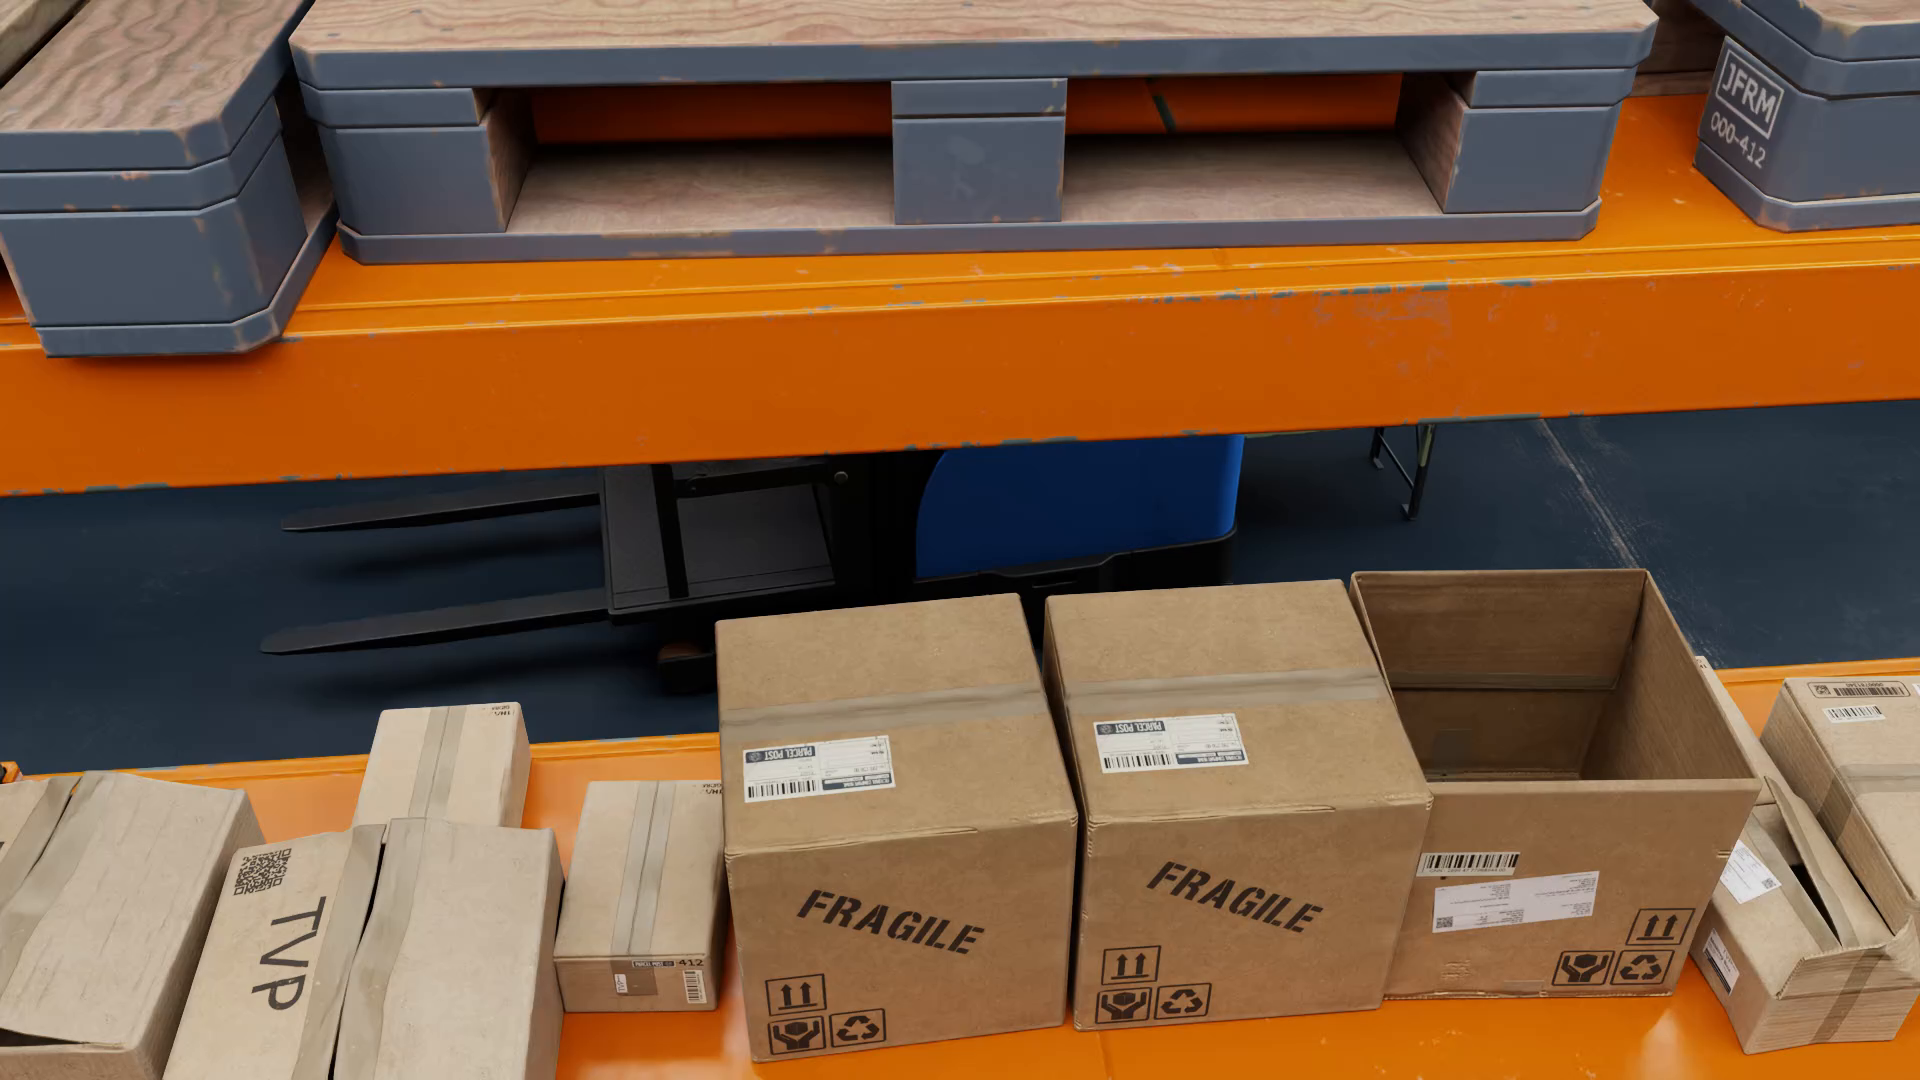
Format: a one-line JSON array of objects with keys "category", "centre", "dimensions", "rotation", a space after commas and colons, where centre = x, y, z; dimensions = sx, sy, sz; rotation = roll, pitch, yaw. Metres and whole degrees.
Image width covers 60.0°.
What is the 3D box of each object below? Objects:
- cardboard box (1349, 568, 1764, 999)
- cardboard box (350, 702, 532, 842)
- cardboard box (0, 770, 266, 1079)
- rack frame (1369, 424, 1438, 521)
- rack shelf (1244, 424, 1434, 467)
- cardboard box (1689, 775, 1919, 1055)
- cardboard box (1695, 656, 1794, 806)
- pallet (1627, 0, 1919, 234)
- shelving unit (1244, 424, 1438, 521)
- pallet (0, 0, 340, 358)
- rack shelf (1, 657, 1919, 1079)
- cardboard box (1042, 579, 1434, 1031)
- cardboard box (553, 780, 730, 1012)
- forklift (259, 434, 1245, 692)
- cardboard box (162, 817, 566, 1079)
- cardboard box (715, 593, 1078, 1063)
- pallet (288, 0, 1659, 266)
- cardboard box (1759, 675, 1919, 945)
[{"category": "cardboard box", "centre": [0.909, 0.397, 2.745], "dimensions": [0.500, 0.500, 0.500], "rotation": [-1, 38, -1]}, {"category": "cardboard box", "centre": [-0.913, 0.473, 2.931], "dimensions": [0.250, 0.149, 0.380], "rotation": [-3, 38, -4]}, {"category": "cardboard box", "centre": [-1.418, 0.637, 2.593], "dimensions": [0.500, 0.311, 0.500], "rotation": [-1, 38, -1]}, {"category": "rack frame", "centre": [1.563, -0.779, 5.526], "dimensions": [0.023, 1.500, 0.400], "rotation": [-6, 39, -8]}, {"category": "rack shelf", "centre": [1.200, -0.485, 5.676], "dimensions": [0.720, 0.370, 0.431], "rotation": [-6, 39, -8]}, {"category": "cardboard box", "centre": [1.341, 0.590, 2.690], "dimensions": [0.258, 0.266, 0.396], "rotation": [-4, 38, -5]}, {"category": "cardboard box", "centre": [1.300, 0.396, 3.029], "dimensions": [0.250, 0.149, 0.380], "rotation": [-3, 38, -4]}, {"category": "pallet", "centre": [1.323, -0.671, 1.911], "dimensions": [1.217, 0.209, 0.805], "rotation": [-5, 39, -6]}, {"category": "shelving unit", "centre": [1.203, -0.742, 5.474], "dimensions": [0.755, 1.500, 0.431], "rotation": [-6, 39, -8]}, {"category": "pallet", "centre": [-1.116, -0.601, 1.821], "dimensions": [1.003, 0.211, 1.213], "rotation": [-1, 38, -2]}, {"category": "rack shelf", "centre": [0.208, 0.767, 2.937], "dimensions": [4.000, 0.370, 1.077], "rotation": [-3, 38, -4]}, {"category": "cardboard box", "centre": [0.410, 0.424, 2.710], "dimensions": [0.500, 0.500, 0.500], "rotation": [-3, 38, -4]}, {"category": "cardboard box", "centre": [-0.519, 0.589, 2.785], "dimensions": [0.250, 0.149, 0.380], "rotation": [0, 38, -1]}, {"category": "forklift", "centre": [-0.682, -1.038, 4.700], "dimensions": [3.031, 2.935, 1.130], "rotation": [-8, 39, -9]}, {"category": "cardboard box", "centre": [-0.876, 0.700, 2.513], "dimensions": [0.500, 0.311, 0.500], "rotation": [-4, 38, -5]}, {"category": "cardboard box", "centre": [-0.114, 0.453, 2.673], "dimensions": [0.500, 0.500, 0.500], "rotation": [-5, 39, -6]}, {"category": "pallet", "centre": [-0.002, -0.664, 1.901], "dimensions": [1.213, 0.211, 1.003], "rotation": [-1, 38, -2]}, {"category": "cardboard box", "centre": [1.714, 0.488, 2.831], "dimensions": [0.500, 0.250, 0.500], "rotation": [-1, 38, -1]}]
